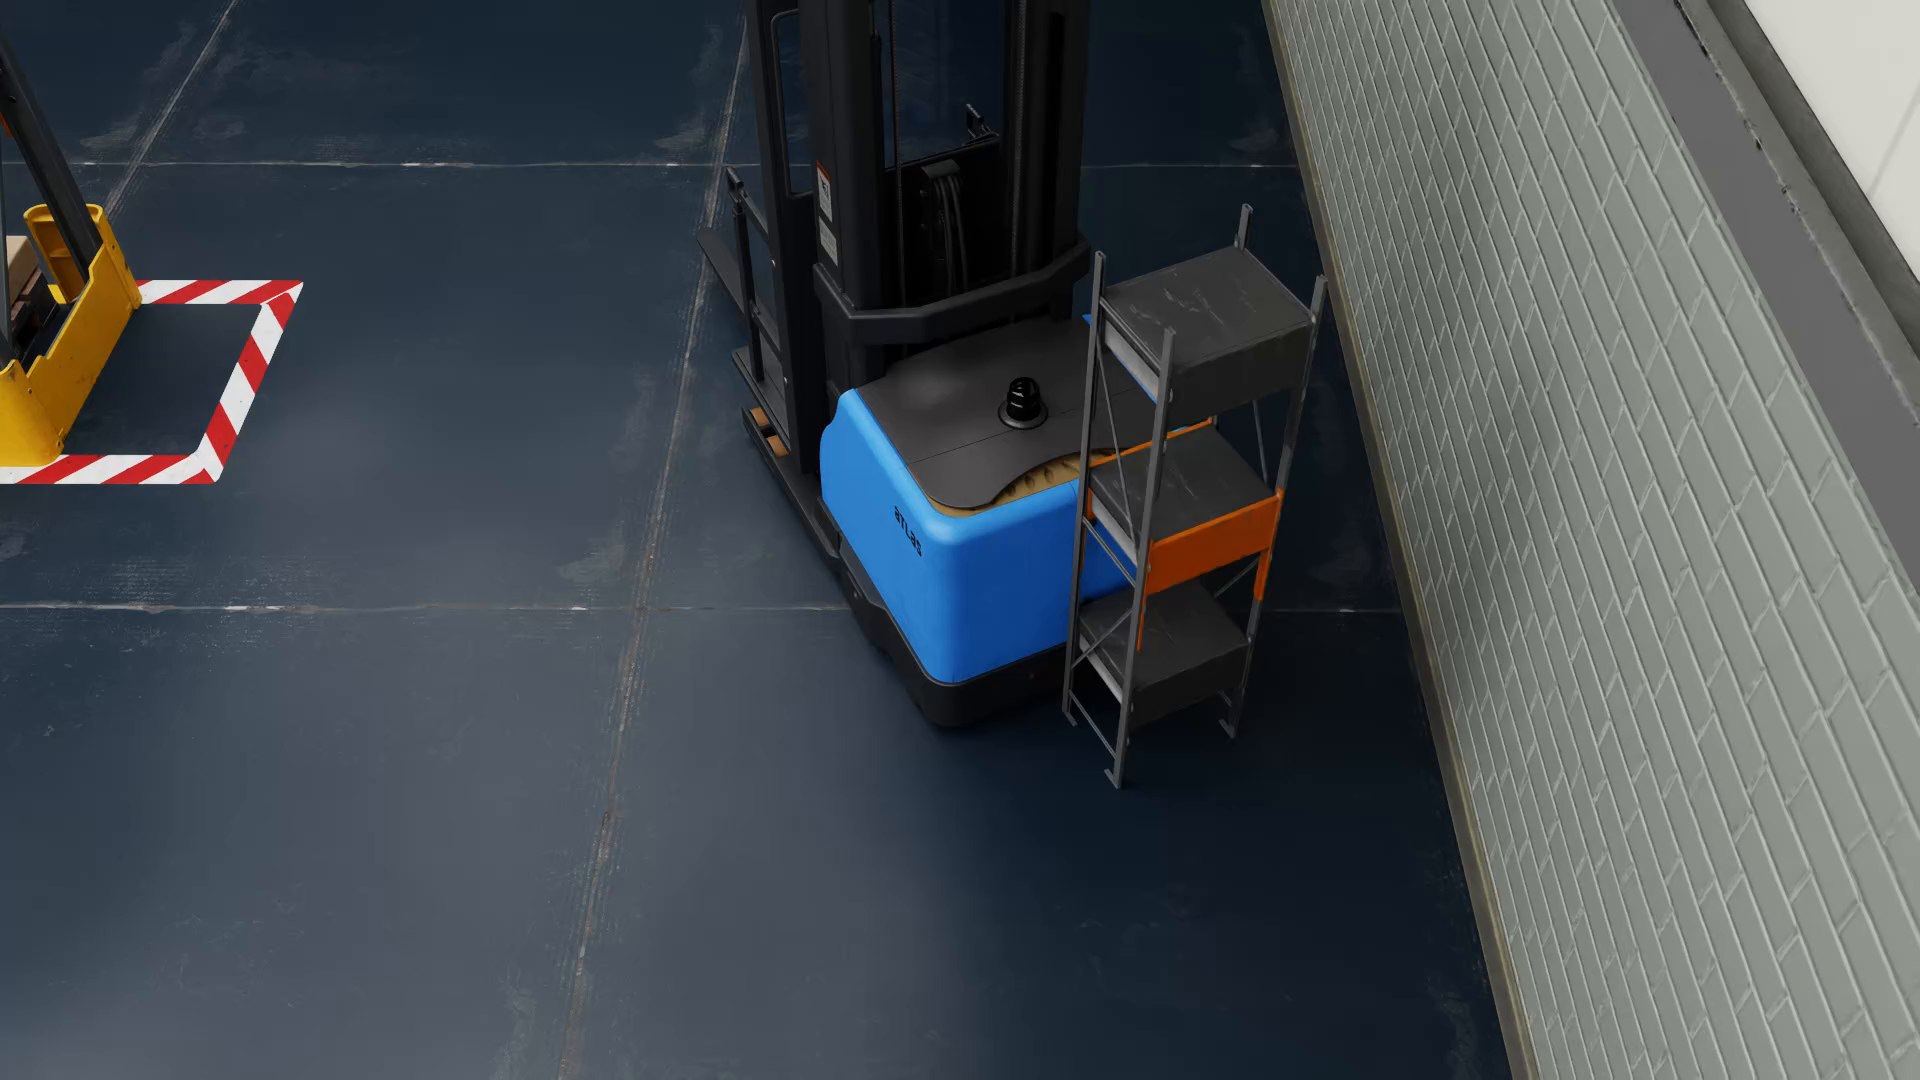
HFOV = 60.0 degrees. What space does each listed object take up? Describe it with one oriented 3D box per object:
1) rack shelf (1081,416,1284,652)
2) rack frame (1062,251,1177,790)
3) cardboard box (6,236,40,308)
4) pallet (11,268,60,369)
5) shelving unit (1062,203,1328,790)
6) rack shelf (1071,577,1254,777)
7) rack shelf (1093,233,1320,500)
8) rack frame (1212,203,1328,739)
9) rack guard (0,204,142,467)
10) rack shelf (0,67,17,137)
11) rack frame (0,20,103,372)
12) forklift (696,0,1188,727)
[{"bbox_3d":[0.692,-0.030,5.362,0.480,0.518,0.431,-21,50,-18],"label":"rack shelf"},{"bbox_3d":[0.475,0.042,5.276,0.015,2.100,0.400,-21,50,-18],"label":"rack frame"},{"bbox_3d":[-4.349,-1.192,7.458,0.250,0.149,0.380,0,47,0],"label":"cardboard box"},{"bbox_3d":[-4.805,-0.812,7.362,1.213,0.211,1.003,0,47,0],"label":"pallet"},{"bbox_3d":[0.692,-0.039,5.352,0.503,2.100,0.431,-21,50,-18],"label":"shelving unit"},{"bbox_3d":[0.692,0.447,5.874,0.480,0.518,0.431,-21,50,-18],"label":"rack shelf"},{"bbox_3d":[0.692,-0.507,4.850,0.480,0.518,0.431,-21,50,-18],"label":"rack shelf"},{"bbox_3d":[0.909,-0.121,5.428,0.015,2.100,0.400,-21,50,-18],"label":"rack frame"},{"bbox_3d":[-4.007,-0.910,7.255,0.348,0.500,1.175,0,47,0],"label":"rack guard"},{"bbox_3d":[-5.931,-1.521,6.608,4.000,0.370,1.077,0,47,0],"label":"rack shelf"},{"bbox_3d":[-3.931,-1.761,6.340,0.127,3.000,1.000,0,47,0],"label":"rack frame"},{"bbox_3d":[-0.273,-1.410,6.060,1.130,2.935,3.031,-20,50,-17],"label":"forklift"}]
